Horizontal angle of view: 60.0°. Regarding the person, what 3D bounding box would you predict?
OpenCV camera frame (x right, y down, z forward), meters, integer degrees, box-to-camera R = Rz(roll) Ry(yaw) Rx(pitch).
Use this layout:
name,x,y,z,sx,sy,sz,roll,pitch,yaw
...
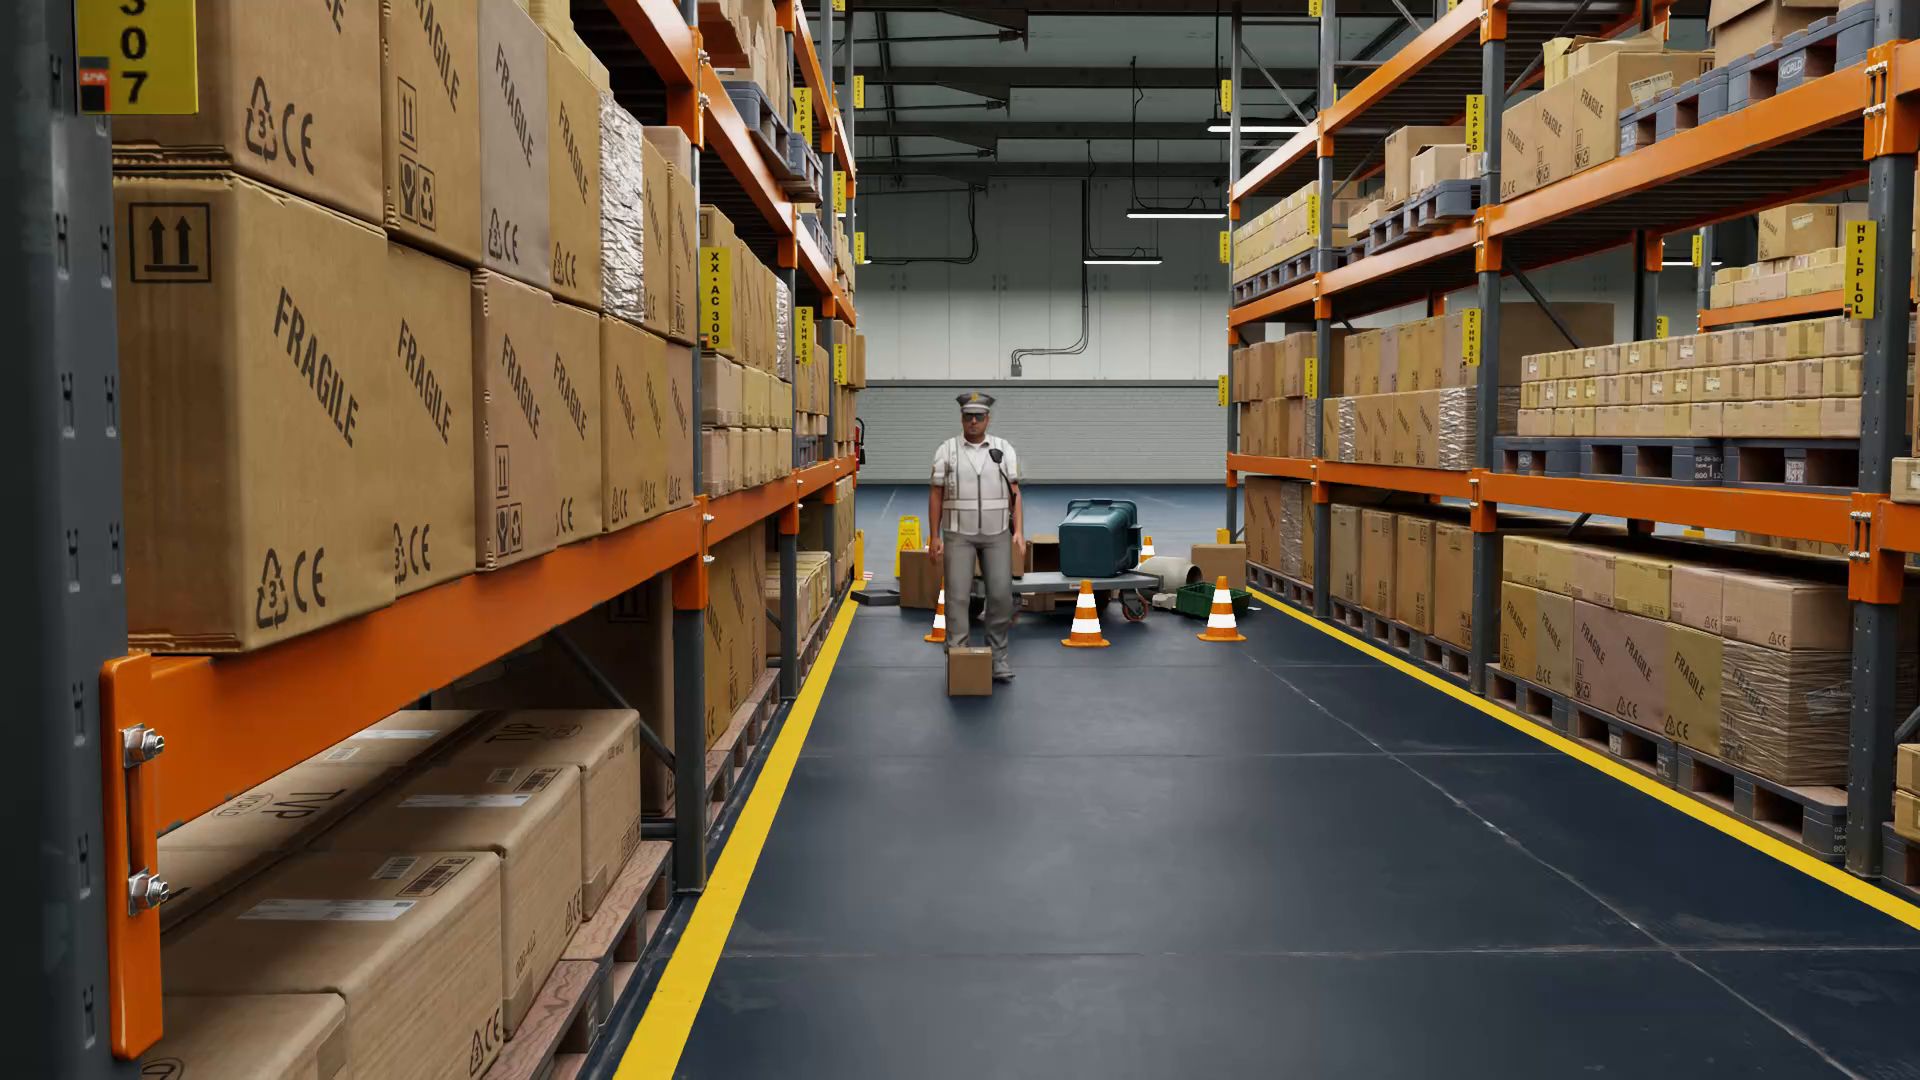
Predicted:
name,x,y,z,sx,sy,sz,roll,pitch,yaw
person,0.108,-0.017,10.187,0.586,1.765,0.502,0,4,-6
